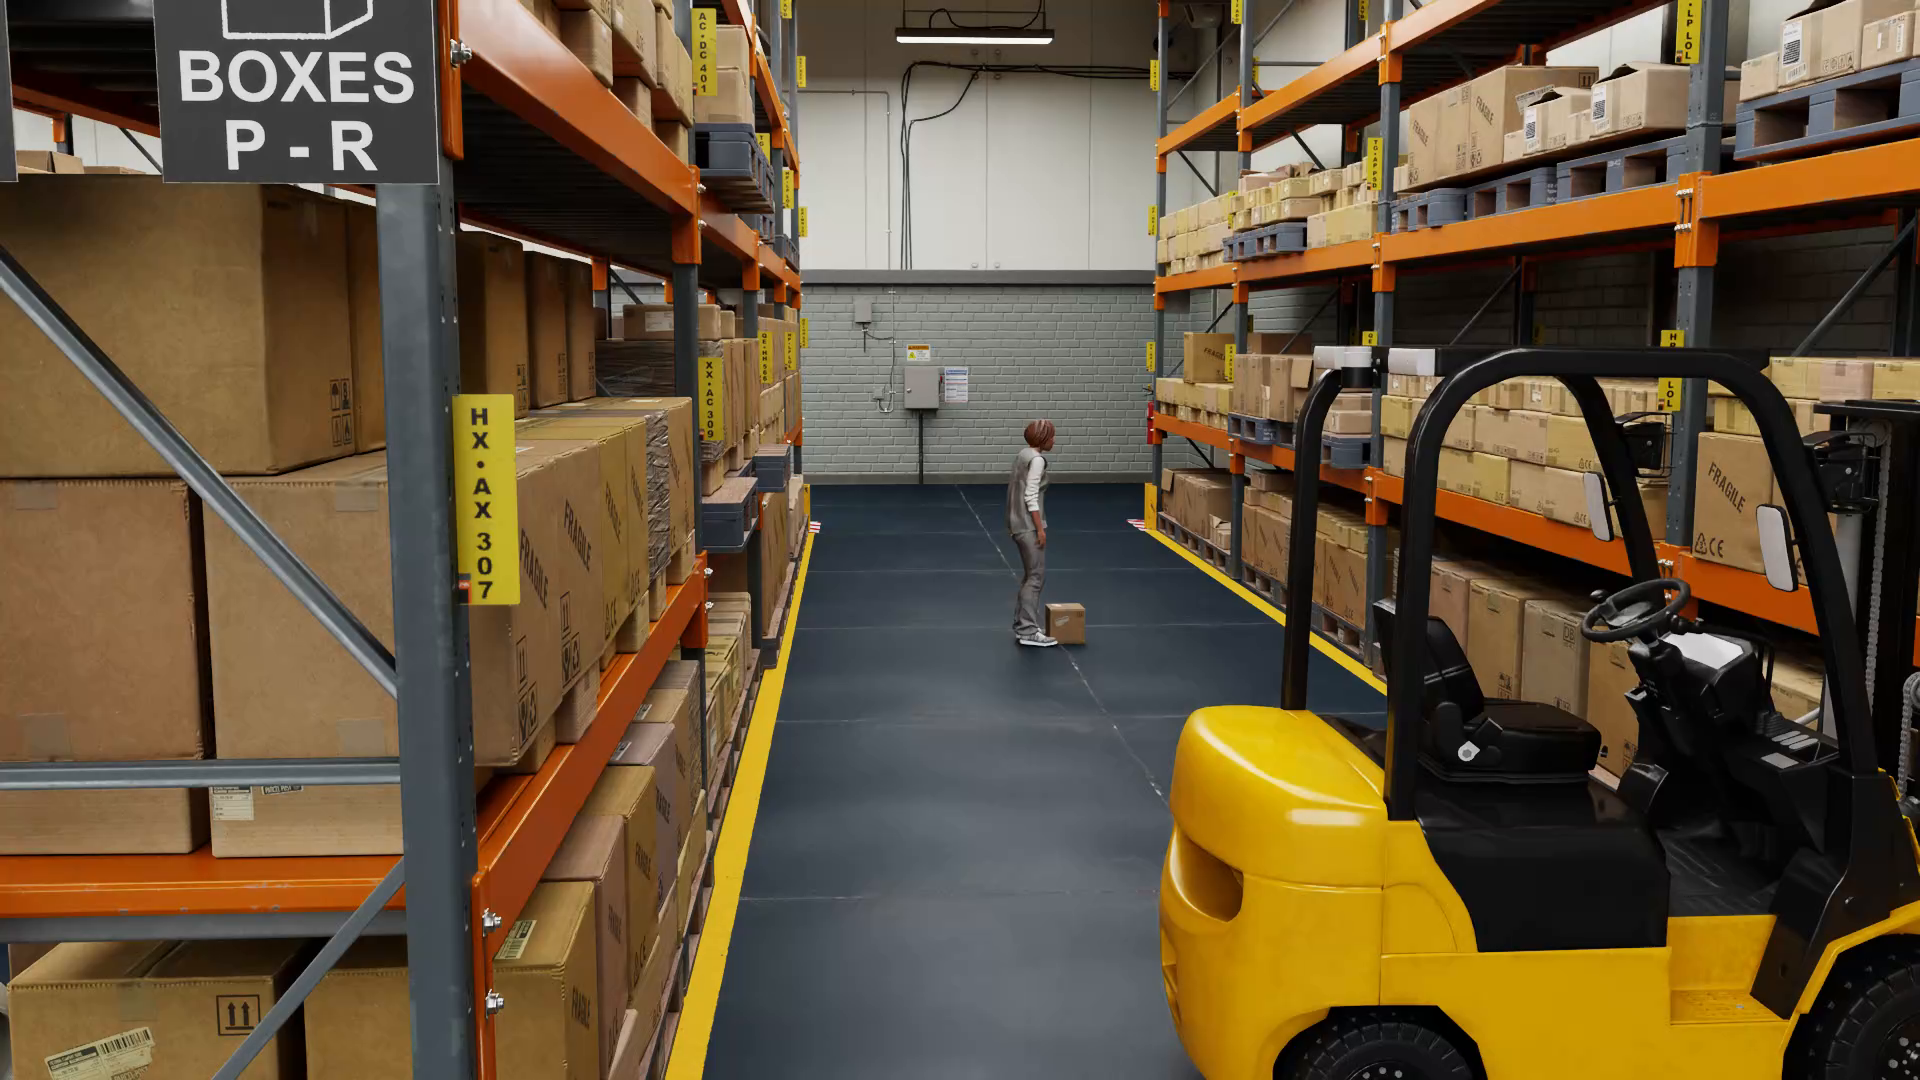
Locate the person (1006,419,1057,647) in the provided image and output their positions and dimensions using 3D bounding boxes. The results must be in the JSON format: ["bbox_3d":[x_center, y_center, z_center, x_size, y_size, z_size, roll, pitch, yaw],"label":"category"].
[{"bbox_3d":[0.507,-0.064,11.818,0.346,1.593,0.484,-1,7,-7],"label":"person"}]
